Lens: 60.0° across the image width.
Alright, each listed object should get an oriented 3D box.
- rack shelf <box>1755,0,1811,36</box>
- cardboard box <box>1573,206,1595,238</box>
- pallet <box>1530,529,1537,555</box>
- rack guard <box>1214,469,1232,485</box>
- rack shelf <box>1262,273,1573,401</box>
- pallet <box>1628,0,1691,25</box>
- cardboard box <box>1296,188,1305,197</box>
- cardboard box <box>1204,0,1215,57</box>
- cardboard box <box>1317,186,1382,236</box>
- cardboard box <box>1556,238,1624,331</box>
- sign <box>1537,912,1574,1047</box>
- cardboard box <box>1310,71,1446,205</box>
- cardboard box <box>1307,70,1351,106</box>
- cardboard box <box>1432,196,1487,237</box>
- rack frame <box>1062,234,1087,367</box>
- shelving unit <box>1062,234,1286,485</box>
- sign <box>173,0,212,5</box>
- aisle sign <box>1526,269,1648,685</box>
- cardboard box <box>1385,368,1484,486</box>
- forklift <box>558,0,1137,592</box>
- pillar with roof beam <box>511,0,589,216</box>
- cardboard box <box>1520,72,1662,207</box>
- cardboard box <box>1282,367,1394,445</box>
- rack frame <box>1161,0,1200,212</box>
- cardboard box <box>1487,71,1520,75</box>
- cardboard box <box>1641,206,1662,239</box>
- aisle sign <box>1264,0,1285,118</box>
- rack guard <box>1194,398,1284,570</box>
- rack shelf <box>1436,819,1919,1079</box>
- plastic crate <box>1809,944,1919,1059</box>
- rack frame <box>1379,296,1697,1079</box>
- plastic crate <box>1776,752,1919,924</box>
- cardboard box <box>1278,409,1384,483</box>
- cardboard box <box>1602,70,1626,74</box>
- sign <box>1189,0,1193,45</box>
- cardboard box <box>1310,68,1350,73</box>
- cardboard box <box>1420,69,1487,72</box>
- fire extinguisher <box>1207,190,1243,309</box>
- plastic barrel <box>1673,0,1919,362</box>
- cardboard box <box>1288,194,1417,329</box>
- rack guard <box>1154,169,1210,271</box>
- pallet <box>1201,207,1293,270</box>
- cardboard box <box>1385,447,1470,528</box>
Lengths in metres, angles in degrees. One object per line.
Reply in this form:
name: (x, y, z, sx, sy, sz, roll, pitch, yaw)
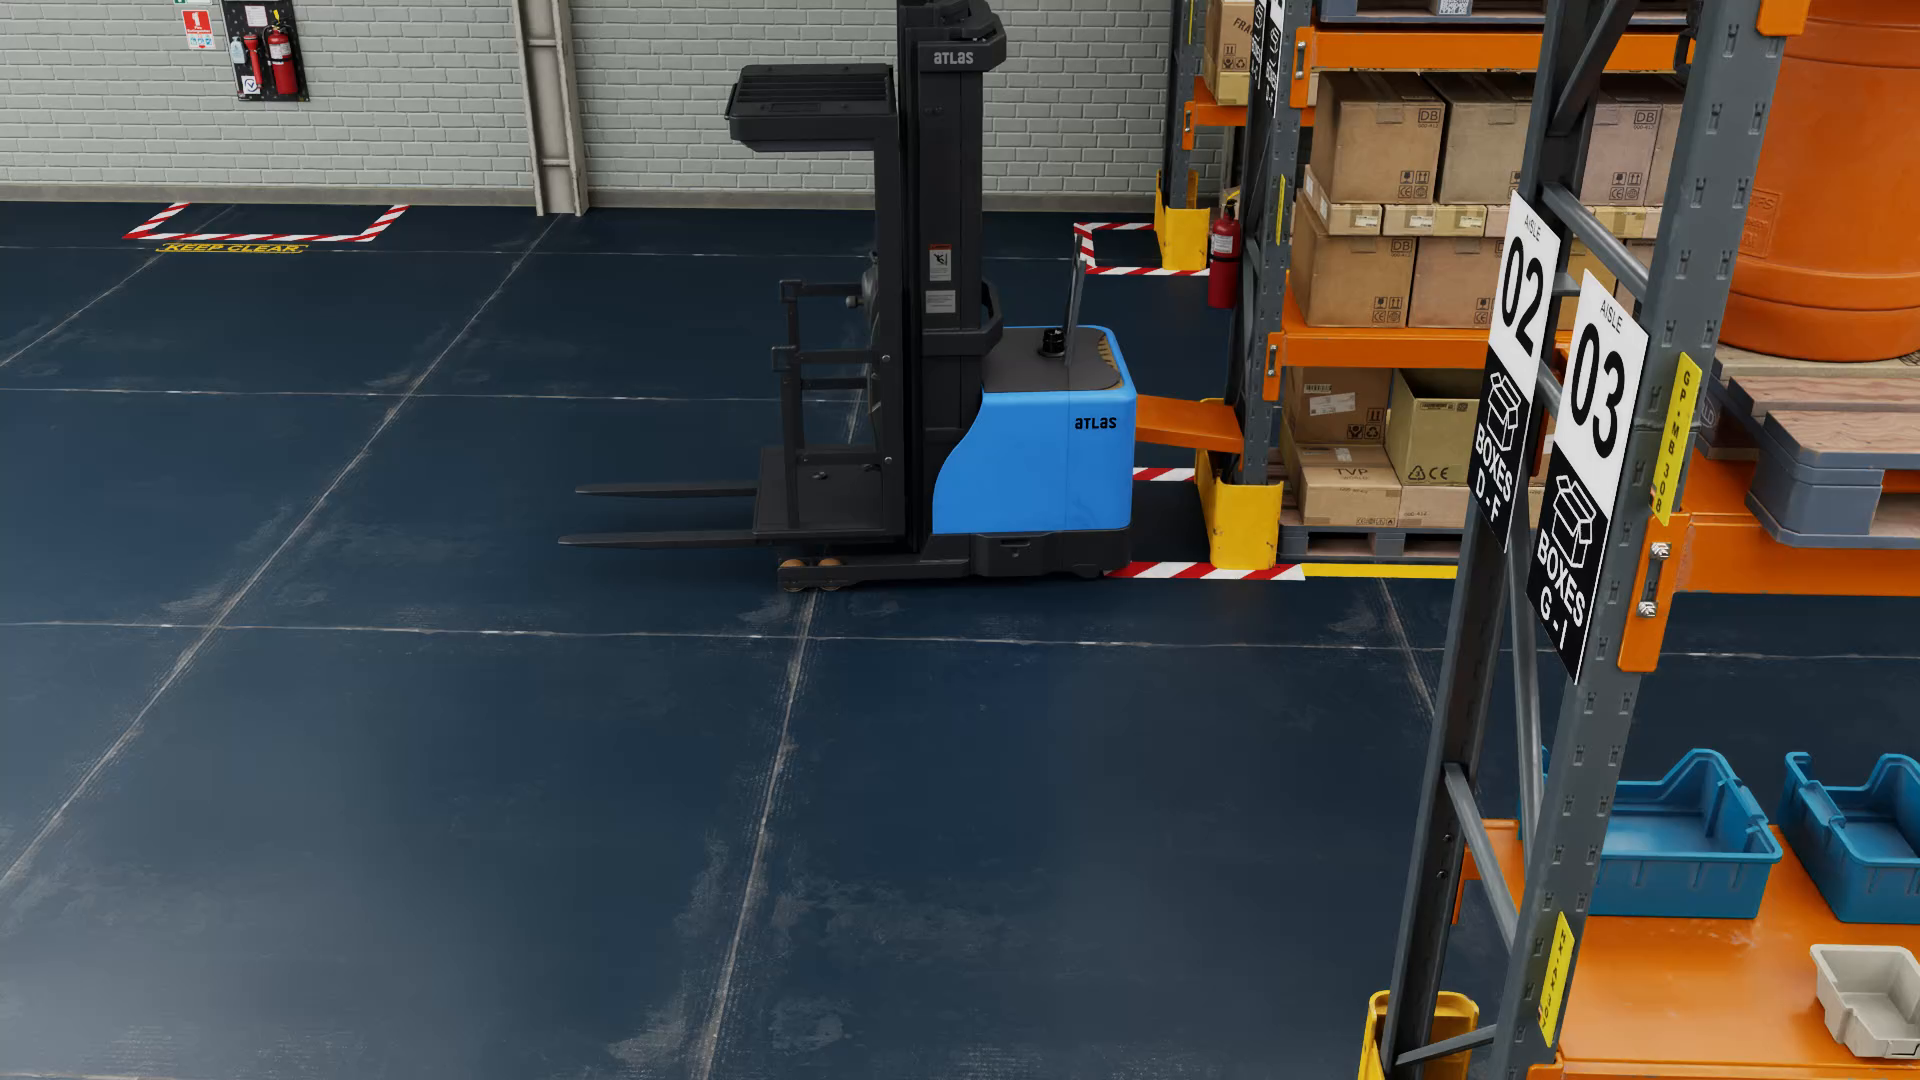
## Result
rack shelf: (3.396, -1.243, 3.182, 4.000, 0.370, 1.077, 1, 28, 2)
cardboard box: (2.992, -1.646, 8.352, 0.250, 0.149, 0.380, 0, 28, 0)
pallet: (3.557, -0.192, 9.387, 1.213, 0.211, 1.003, 1, 28, 2)
rack guard: (1.469, -0.161, 9.207, 0.087, 0.250, 0.587, 7, 26, -2)
rack shelf: (3.574, -1.088, 8.867, 4.000, 0.370, 1.077, 1, 28, 2)
pallet: (3.504, -2.682, 7.998, 1.213, 0.211, 1.003, 1, 28, 2)
cardboard box: (3.005, -2.701, 13.543, 0.500, 0.311, 0.500, 3, 28, 6)
cardboard box: (2.225, -4.123, 13.163, 0.500, 0.500, 0.500, 1, 28, 1)
cardboard box: (1.960, -1.662, 8.383, 0.250, 0.149, 0.380, 1, 28, 1)
cardboard box: (3.063, -1.452, 8.679, 0.500, 0.500, 0.700, 1, 28, 2)
sign: (1.373, 1.015, 3.837, 0.005, 0.325, 0.100, 1, 28, 2)
cardboard box: (2.094, -2.041, 8.406, 0.500, 0.500, 0.700, 1, 28, 2)
cardboard box: (2.742, -3.541, 12.866, 0.500, 0.250, 0.500, 0, 28, 0)
cardboard box: (2.473, -1.654, 8.368, 0.250, 0.149, 0.380, 1, 28, 2)
rack frame: (0.538, -0.841, 8.905, 0.032, 1.500, 0.500, 7, 26, -2)
shelving unit: (1.051, -0.779, 8.921, 1.083, 1.500, 0.587, 7, 26, -2)
sign: (-6.533, -4.611, 14.143, 0.331, 0.109, 0.001, 1, 28, 2)
aisle sign: (1.315, -0.133, 3.522, 0.004, 0.787, 0.394, 1, 28, 2)
cardboard box: (2.603, -0.620, 8.904, 0.500, 0.500, 0.500, 1, 28, 2)
forklift: (-0.623, -1.279, 8.533, 3.031, 2.935, 1.130, -2, 28, -3)
pillar with roof beam: (-3.672, -4.885, 8.858, 0.400, 9.000, 9.100, 1, 28, 2)
cardboard box: (3.124, -2.027, 8.379, 0.500, 0.500, 0.700, 1, 28, 2)
cardboard box: (2.122, -0.871, 9.377, 0.500, 0.500, 0.500, 1, 28, 2)
rack frame: (1.747, -3.757, 13.135, 0.127, 3.000, 1.000, 1, 28, 2)
cardboard box: (4.259, -3.513, 12.813, 0.500, 0.250, 0.500, 1, 28, 2)
cardboard box: (3.496, -1.636, 8.334, 0.250, 0.149, 0.380, 1, 28, 2)
aisle sign: (1.499, -2.445, 7.884, 0.004, 0.787, 0.394, 1, 28, 2)
rack guard: (1.551, -0.334, 9.347, 0.348, 0.500, 1.175, 1, 28, 2)
rack shelf: (3.396, 1.231, 4.493, 4.000, 0.370, 1.077, 1, 28, 2)
plastic crate: (2.280, 1.162, 4.137, 0.250, 0.136, 0.298, 1, 28, 2)
rack frame: (1.397, 0.880, 4.387, 0.127, 3.000, 1.000, 1, 28, 2)
plastic crate: (2.556, 0.827, 4.645, 0.408, 0.251, 0.499, 1, 28, 2)
cardboard box: (2.122, -0.539, 9.551, 0.500, 0.250, 0.500, 1, 28, 2)
cardboard box: (4.762, -3.834, 12.617, 0.500, 0.500, 0.500, 1, 28, 2)
sign: (1.728, -3.886, 12.453, 0.005, 0.325, 0.100, 1, 28, 2)
cardboard box: (2.707, -3.870, 12.685, 0.500, 0.500, 0.500, 1, 28, 2)
cardboard box: (3.739, -3.855, 12.658, 0.500, 0.500, 0.500, 2, 28, 3)
fire extinguisher: (1.474, -1.624, 9.193, 0.183, 0.674, 0.296, 1, 28, 2)
plastic barrel: (1.887, -0.872, 3.583, 0.708, 0.830, 0.600, 1, 28, 2)
cardboard box: (2.042, -1.469, 8.712, 0.500, 0.500, 0.700, 1, 28, 2)
rack guard: (1.823, -2.651, 13.718, 0.348, 0.500, 1.175, 1, 28, 2)
pallet: (2.633, -2.494, 13.729, 1.213, 0.211, 1.003, 1, 28, 2)
cardboard box: (2.603, -0.290, 9.081, 0.500, 0.250, 0.500, 1, 28, 2)
